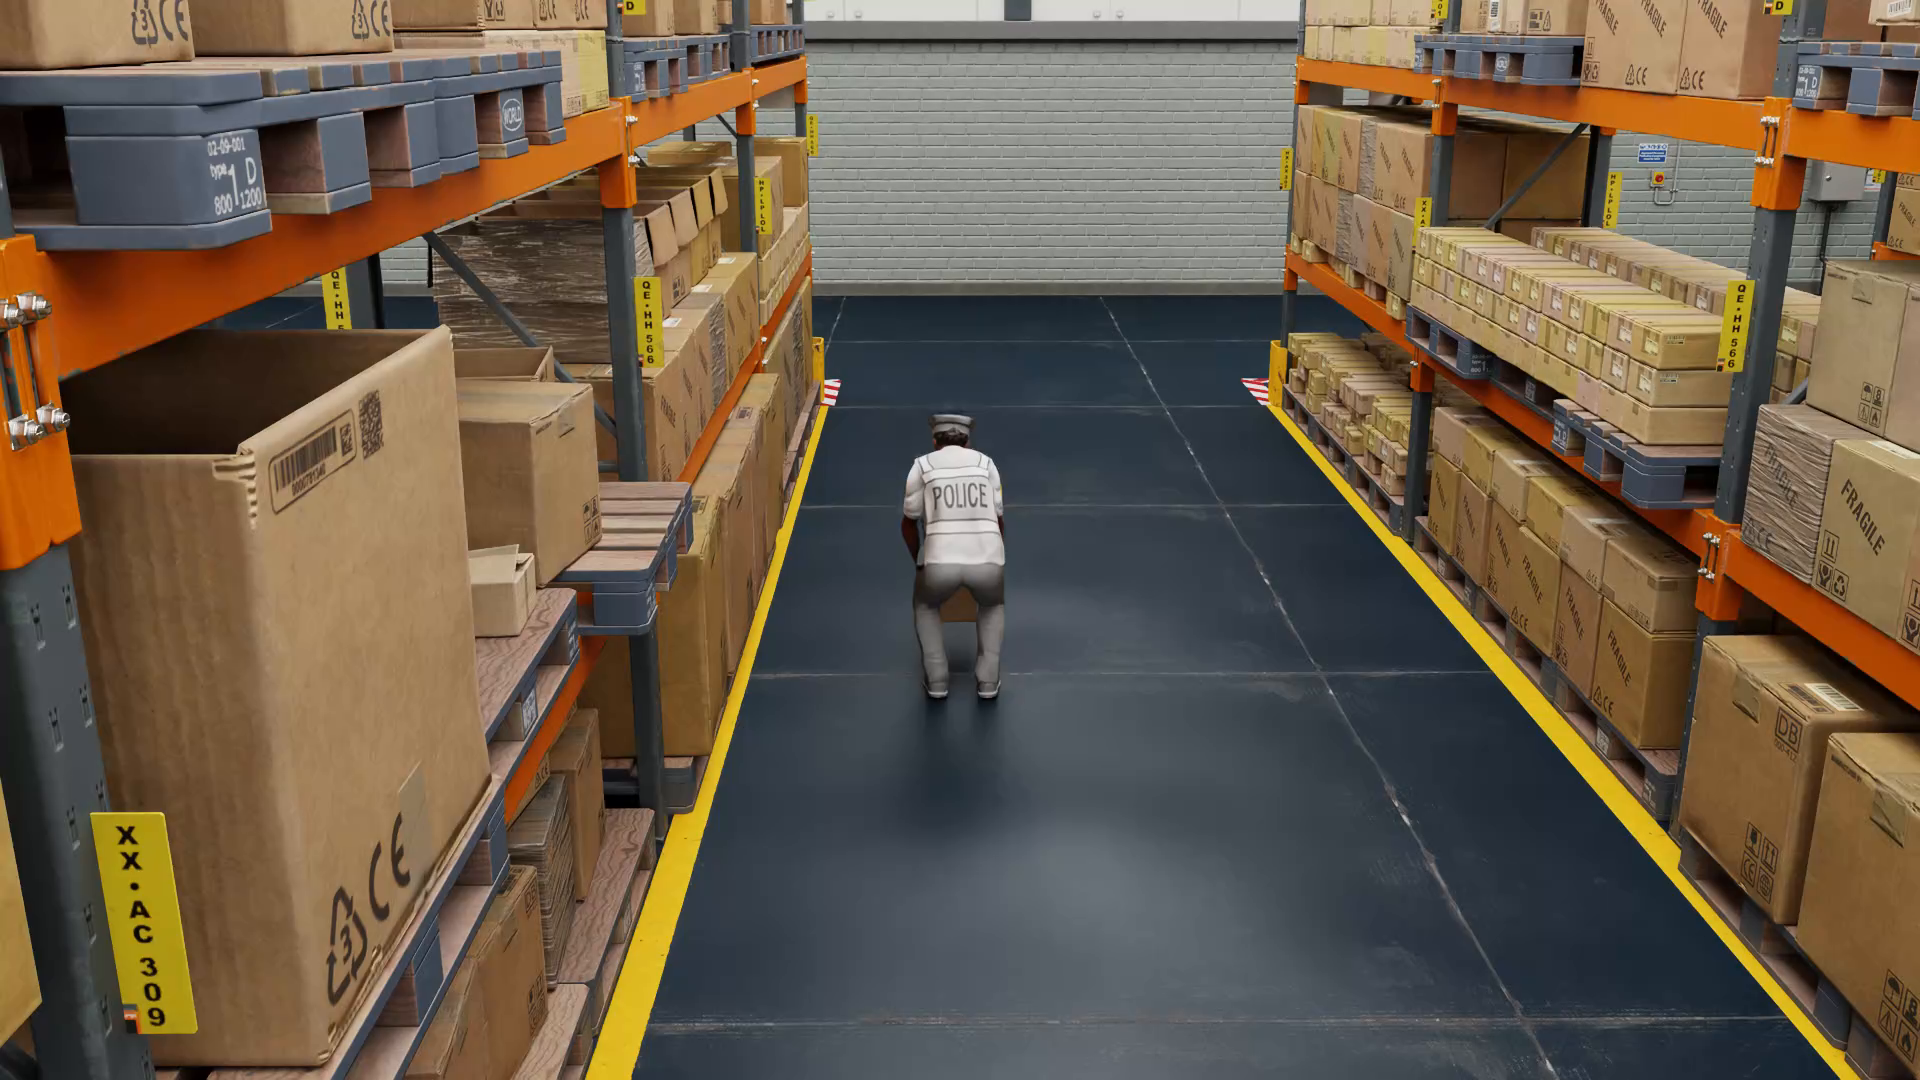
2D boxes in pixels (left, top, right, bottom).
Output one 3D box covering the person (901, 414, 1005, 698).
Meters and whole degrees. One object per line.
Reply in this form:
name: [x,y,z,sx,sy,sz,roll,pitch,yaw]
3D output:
person: [-0.032,0.080,7.907,0.499,1.305,0.753,0,17,-1]
